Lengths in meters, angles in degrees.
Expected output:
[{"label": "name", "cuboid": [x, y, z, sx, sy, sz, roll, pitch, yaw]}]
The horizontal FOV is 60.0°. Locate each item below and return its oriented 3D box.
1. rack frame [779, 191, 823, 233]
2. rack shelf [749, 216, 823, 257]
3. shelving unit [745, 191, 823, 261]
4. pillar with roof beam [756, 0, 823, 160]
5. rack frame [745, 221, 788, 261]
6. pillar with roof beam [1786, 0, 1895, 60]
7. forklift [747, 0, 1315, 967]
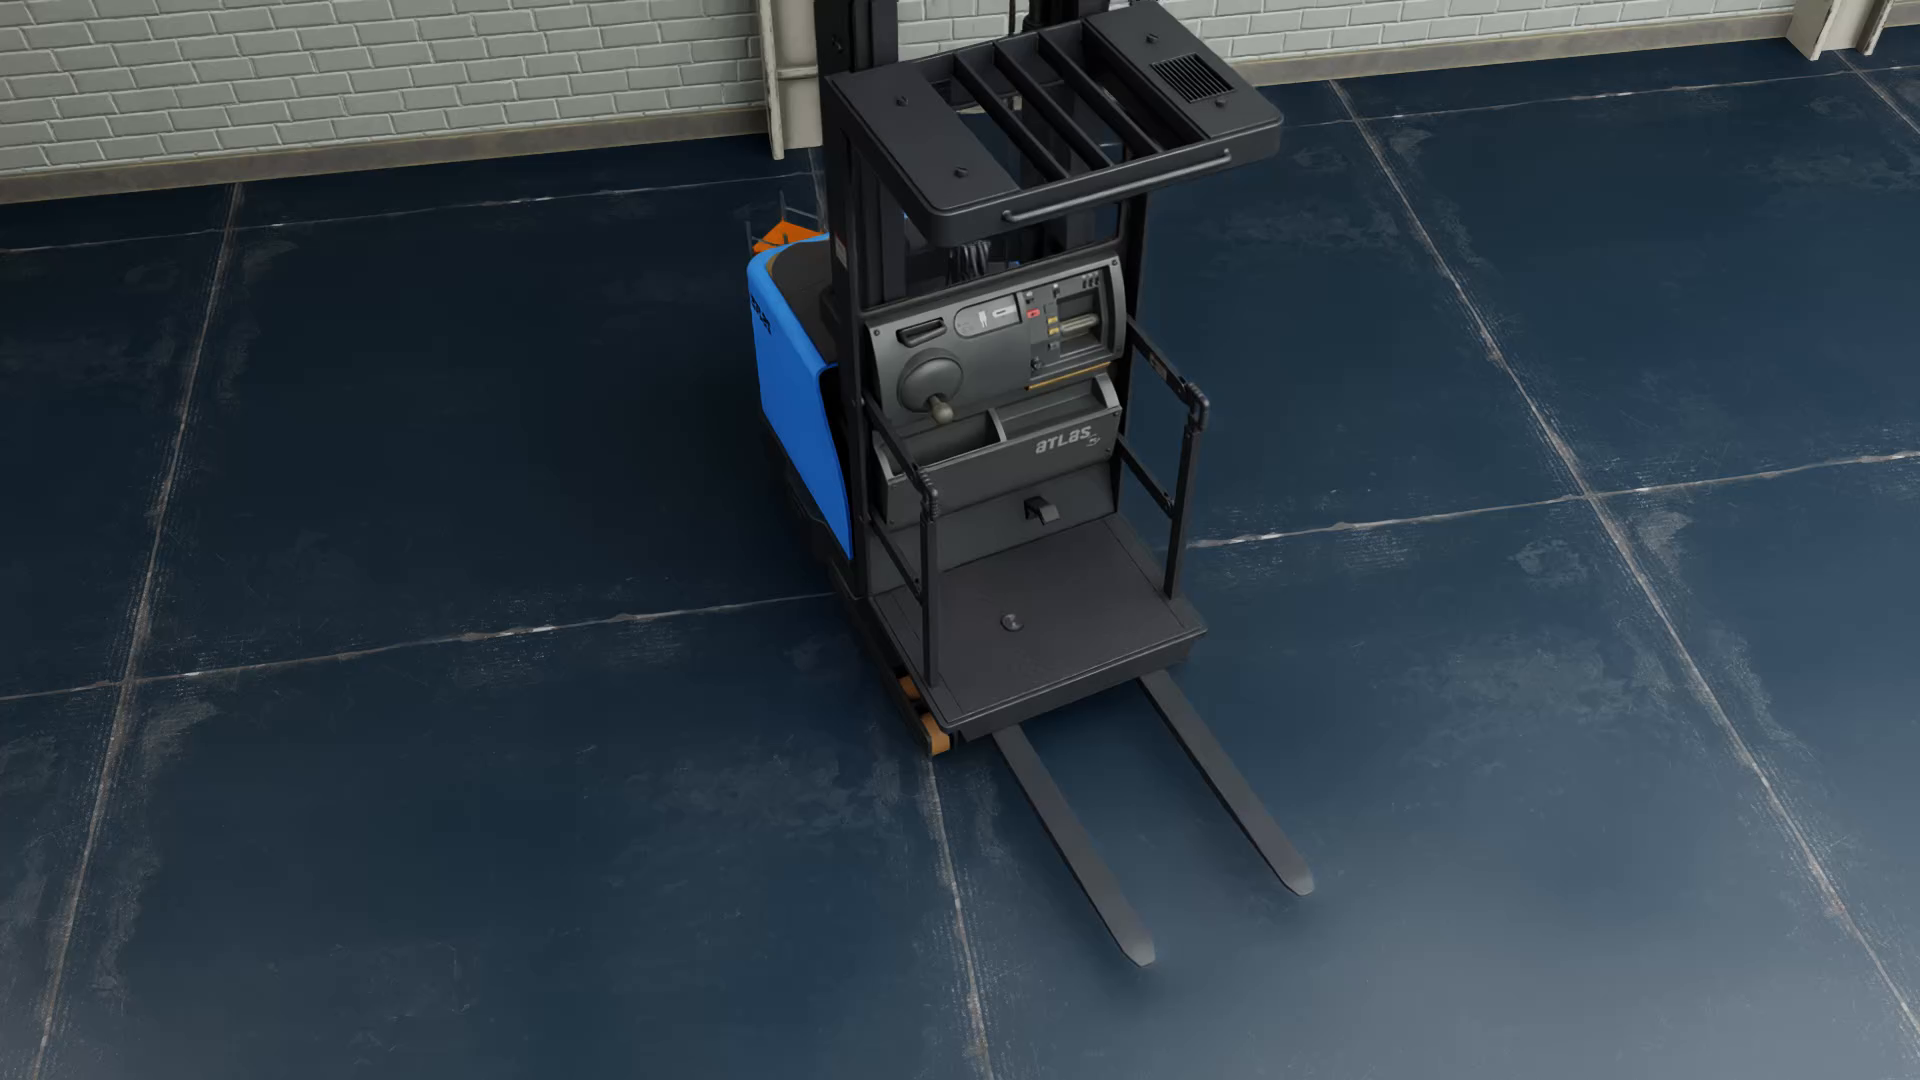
[{"label": "rack frame", "cuboid": [-0.648, -1.040, 7.212, 0.200, 1.050, 0.008, 22, 50, 21]}, {"label": "rack shelf", "cuboid": [-0.714, -1.155, 6.944, 0.215, 0.259, 0.240, 22, 50, 21]}, {"label": "shelving unit", "cuboid": [-0.709, -0.963, 7.139, 0.215, 1.050, 0.252, 22, 50, 21]}, {"label": "pillar with roof beam", "cuboid": [-0.097, -2.238, 2.850, 0.400, 9.000, 9.100, -7, 46, -7]}, {"label": "rack frame", "cuboid": [-0.770, -0.887, 7.065, 0.200, 1.050, 0.008, 22, 50, 21]}, {"label": "pillar with roof beam", "cuboid": [5.815, -2.974, 3.560, 0.400, 9.000, 9.100, -7, 46, -7]}, {"label": "forklift", "cuboid": [0.231, -0.584, 5.471, 1.130, 2.935, 3.031, -19, 49, -17]}]
